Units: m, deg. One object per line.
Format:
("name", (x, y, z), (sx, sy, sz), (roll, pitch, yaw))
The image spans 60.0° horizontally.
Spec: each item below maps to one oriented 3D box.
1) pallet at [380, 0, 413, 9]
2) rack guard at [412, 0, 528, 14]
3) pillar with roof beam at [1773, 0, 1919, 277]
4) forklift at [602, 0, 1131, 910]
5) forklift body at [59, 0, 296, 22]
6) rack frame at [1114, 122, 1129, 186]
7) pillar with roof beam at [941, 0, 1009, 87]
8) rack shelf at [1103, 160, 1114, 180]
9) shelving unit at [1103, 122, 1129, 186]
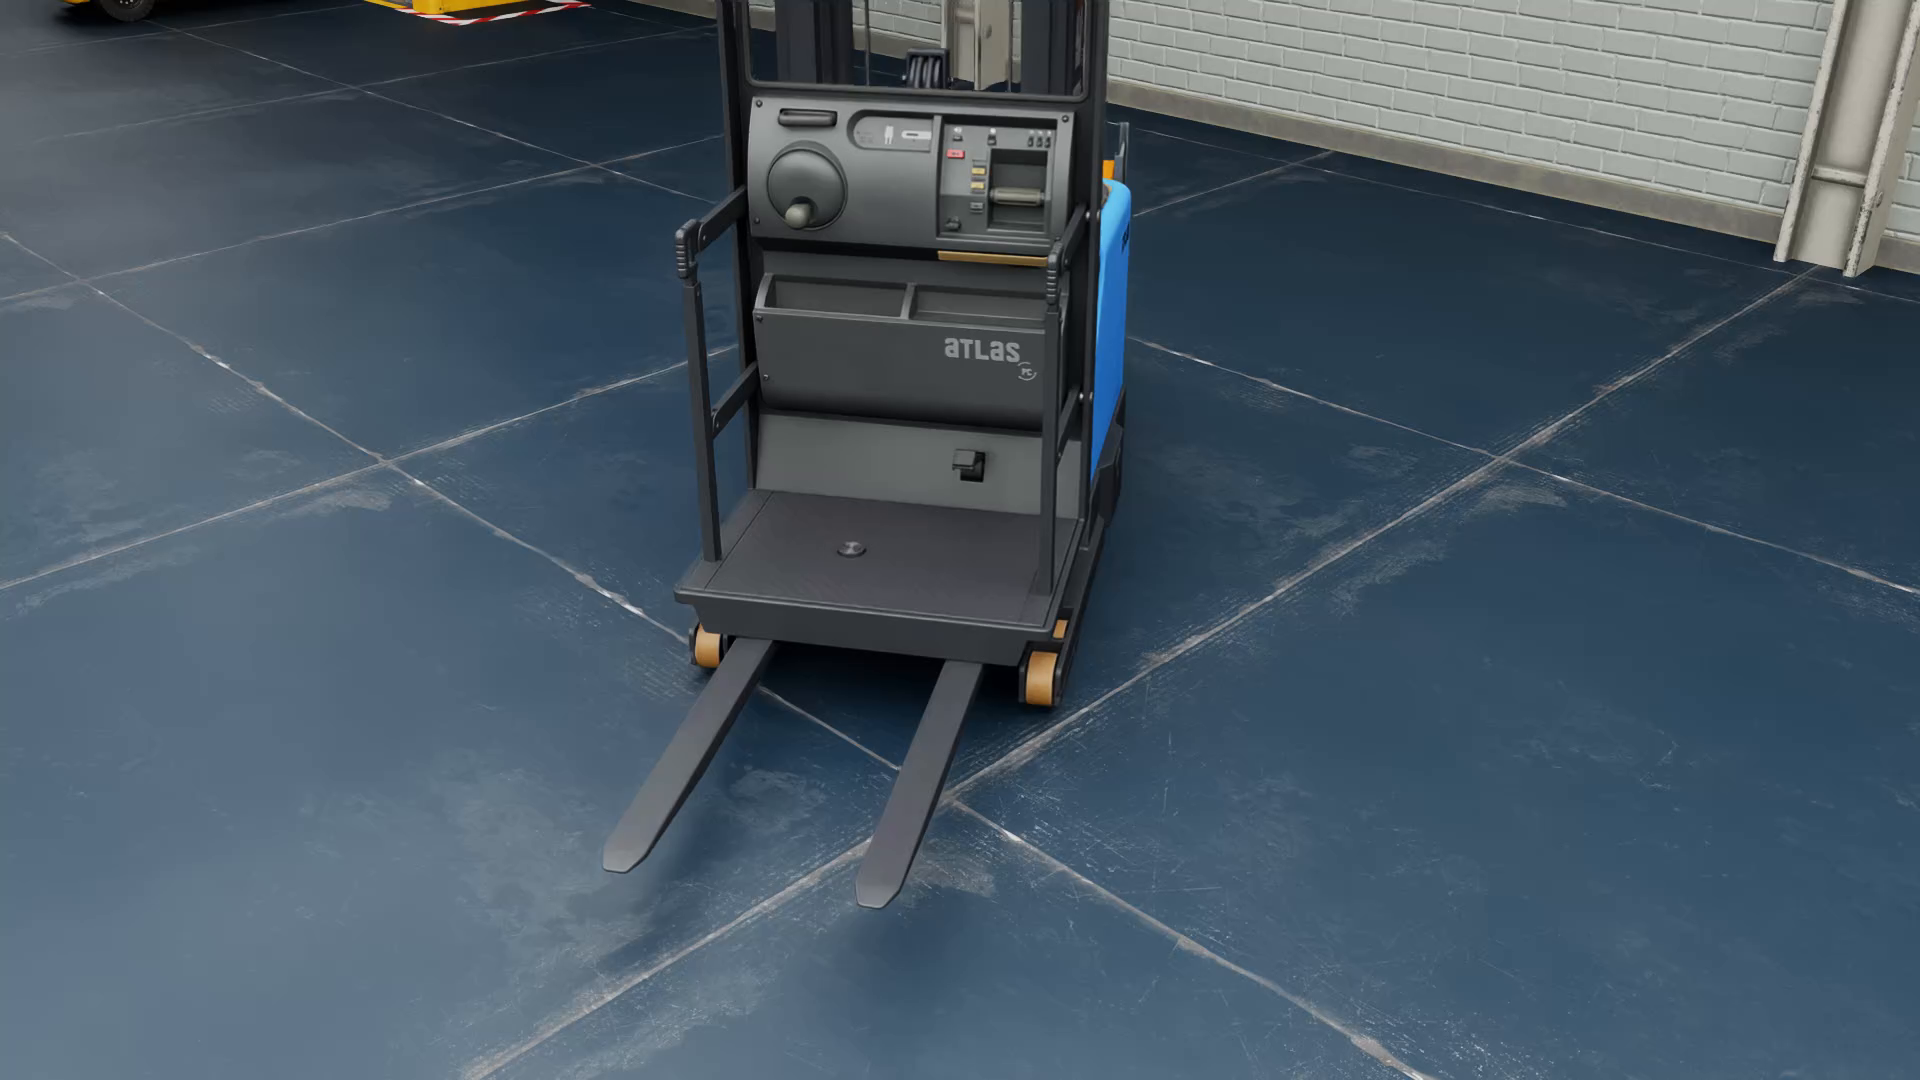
("pallet", (-4.884, -5.131, 15.280), (1.213, 0.211, 1.003), (25, 36, 38))
("rack guard", (-4.292, -5.015, 14.750), (0.348, 0.500, 1.175), (25, 36, 38))
("pillar with roof beam", (1.365, -3.967, 3.624), (0.400, 9.000, 9.100), (25, 36, 38))
("forklift", (-0.188, -1.000, 4.503), (1.130, 2.935, 3.031), (6, 28, 10))
("forklift body", (-6.940, -5.767, 14.406), (1.214, 2.155, 2.313), (25, 36, 38))
("rack frame", (0.601, -0.990, 6.424), (0.032, 1.125, 0.500), (3, 28, 7))
("pillar with roof beam", (-2.913, -5.924, 7.348), (0.400, 9.000, 9.100), (25, 36, 38))
("rack shelf", (0.097, -1.280, 6.346), (1.000, 0.278, 0.538), (3, 28, 7))
("shelving unit", (0.097, -1.021, 6.483), (1.048, 1.125, 0.538), (3, 28, 7))
